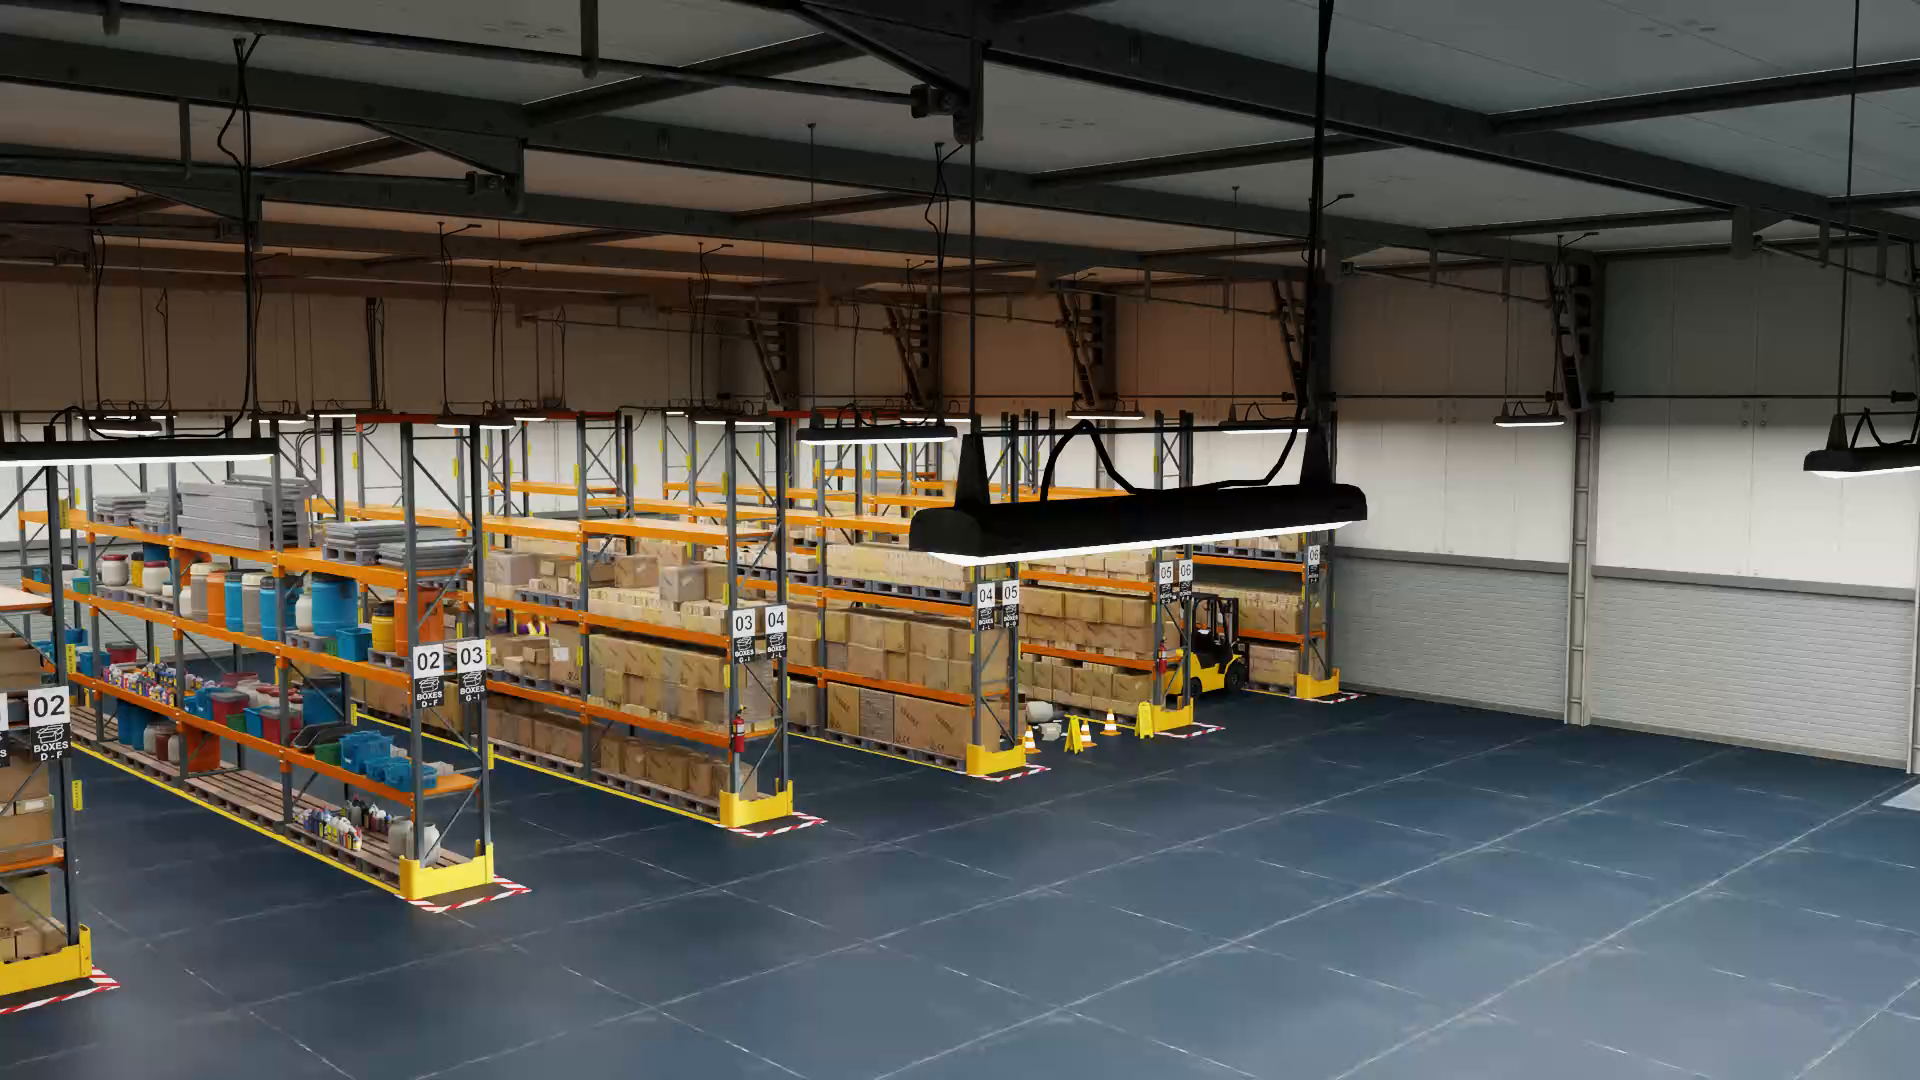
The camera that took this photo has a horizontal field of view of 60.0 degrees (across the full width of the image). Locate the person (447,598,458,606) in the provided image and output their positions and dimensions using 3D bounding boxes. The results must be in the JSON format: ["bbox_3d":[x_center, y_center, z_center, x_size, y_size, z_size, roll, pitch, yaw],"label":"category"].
[{"bbox_3d":[-12.094,2.109,39.290,0.591,1.632,0.686,4,6,36],"label":"person"}]

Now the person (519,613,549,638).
[{"bbox_3d":[-9.066,2.368,35.641,0.689,1.767,0.852,-4,6,-38],"label":"person"}]
